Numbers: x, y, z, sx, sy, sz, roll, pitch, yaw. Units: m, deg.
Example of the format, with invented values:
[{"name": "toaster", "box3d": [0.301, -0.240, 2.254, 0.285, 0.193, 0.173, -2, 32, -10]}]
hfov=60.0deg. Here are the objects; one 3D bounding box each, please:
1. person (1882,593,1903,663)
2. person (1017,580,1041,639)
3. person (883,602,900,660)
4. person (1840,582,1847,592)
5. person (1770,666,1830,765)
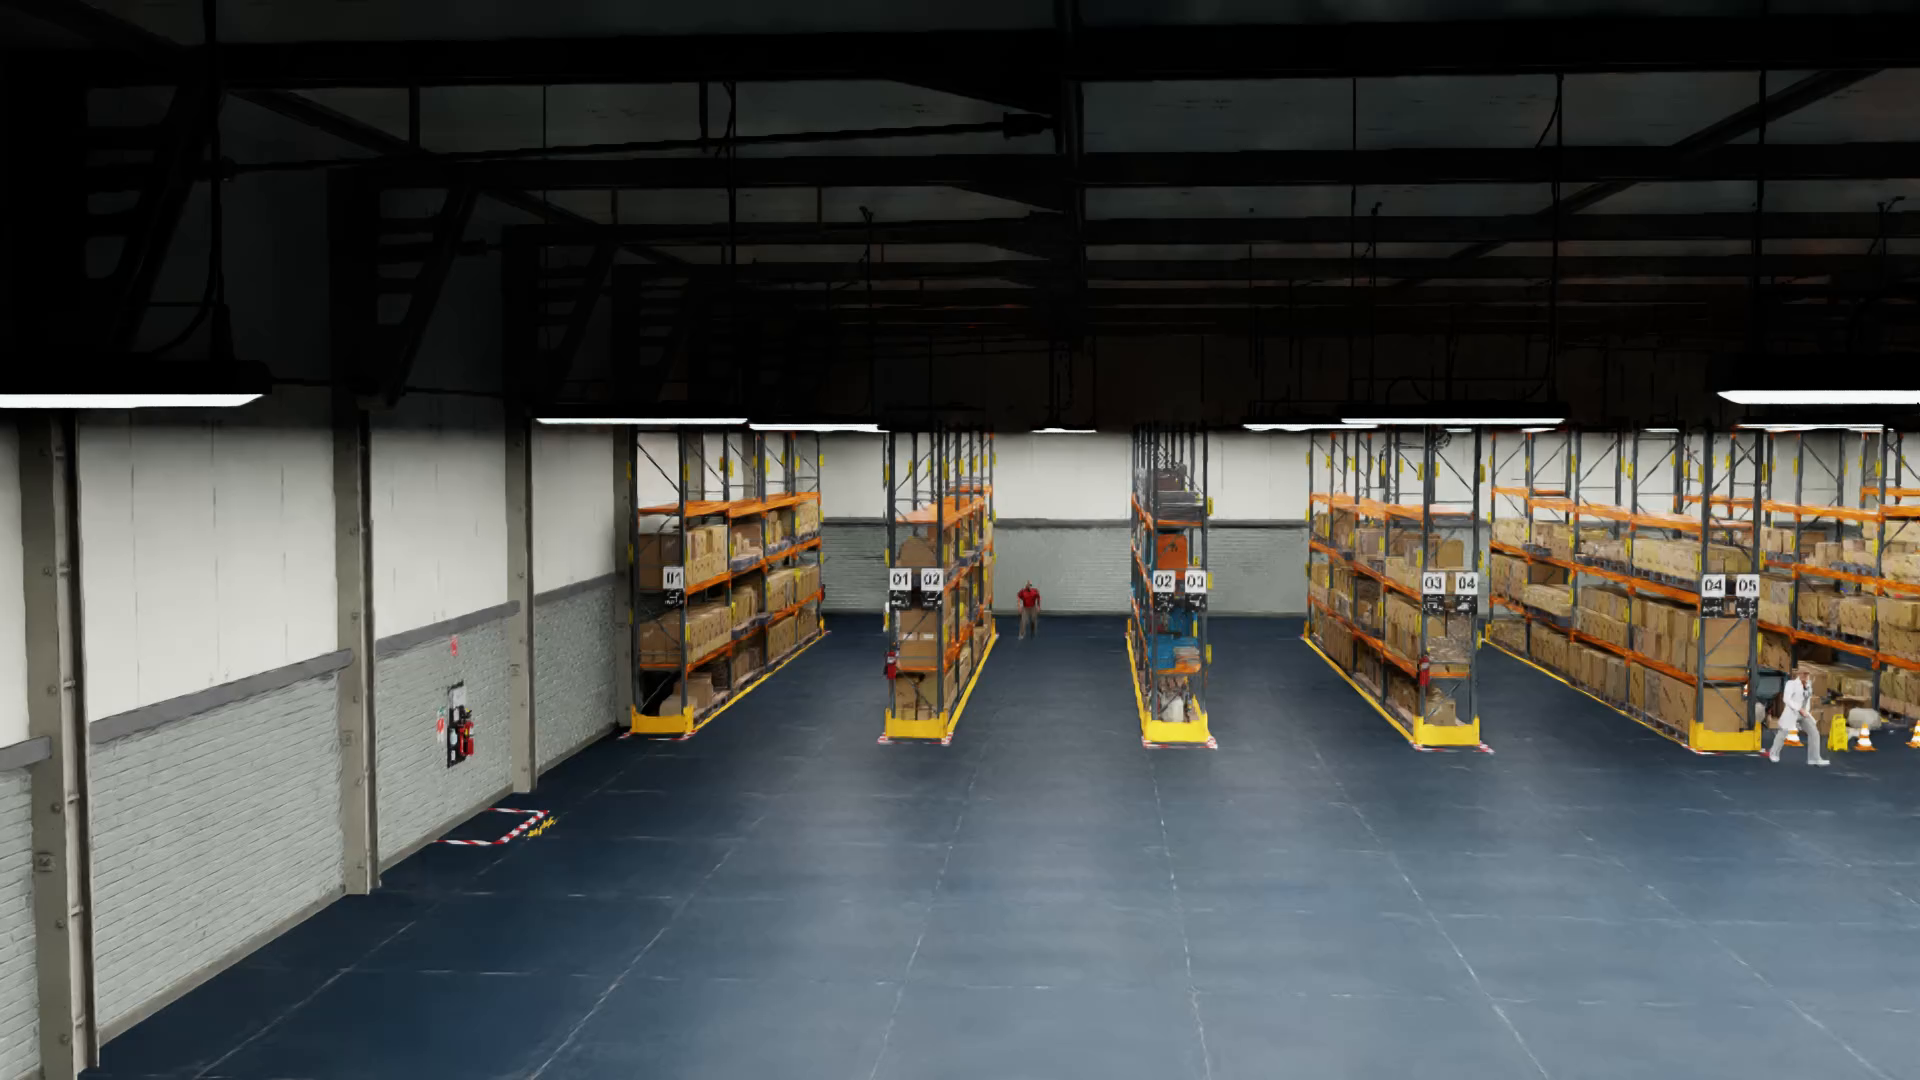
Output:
[{"name": "person", "box3d": [23.213, 2.206, 41.209, 0.550, 1.787, 0.628, 1, 4, 22]}, {"name": "person", "box3d": [1.932, 1.943, 46.609, 0.682, 1.676, 0.531, 0, 4, 3]}, {"name": "person", "box3d": [-1.699, 2.175, 42.391, 0.566, 1.706, 1.122, 0, 4, 7]}, {"name": "person", "box3d": [24.931, 1.927, 47.050, 0.681, 1.643, 0.489, -1, 4, -22]}, {"name": "person", "box3d": [14.543, 3.024, 28.905, 0.723, 1.713, 0.901, -1, 4, -12]}]
